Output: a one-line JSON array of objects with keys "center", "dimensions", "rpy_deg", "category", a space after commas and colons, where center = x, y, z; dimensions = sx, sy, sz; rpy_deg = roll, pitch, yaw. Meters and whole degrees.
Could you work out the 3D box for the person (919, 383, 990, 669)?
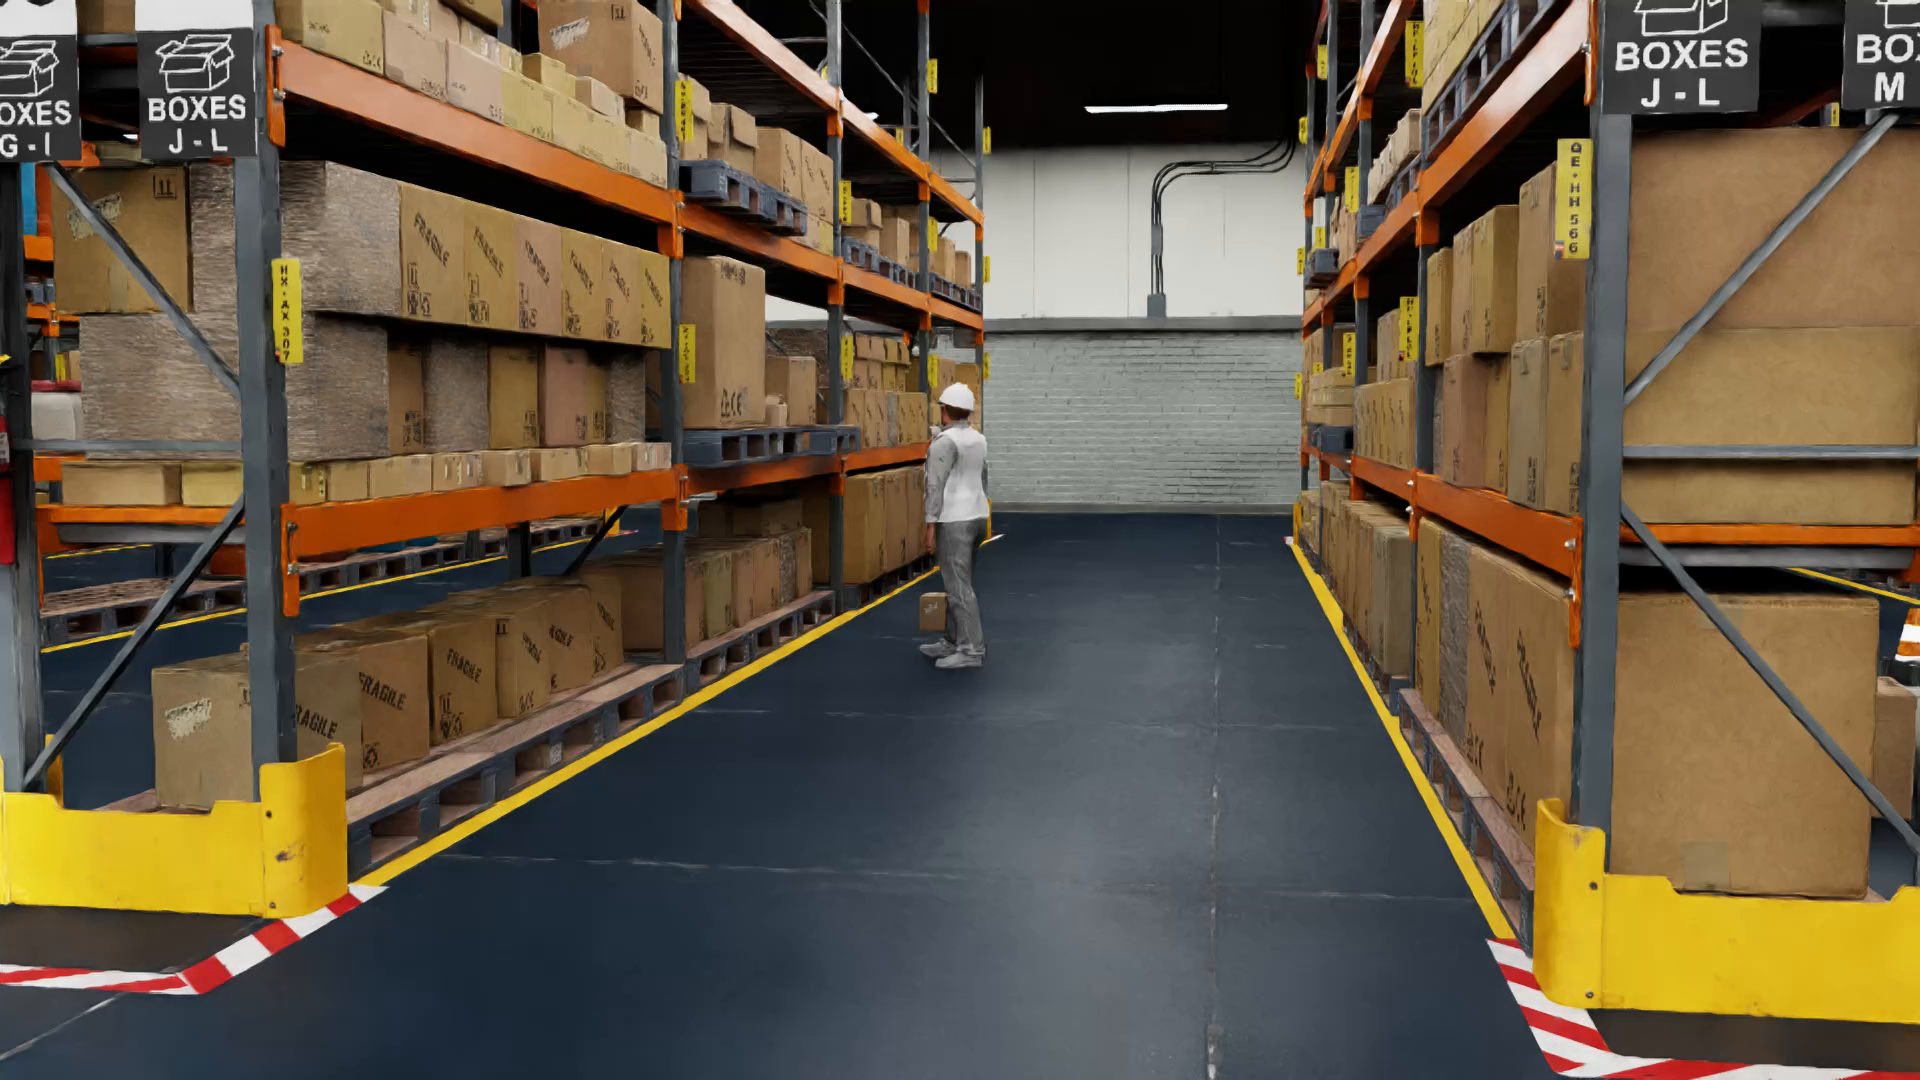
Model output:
[{"center": [-0.055, -0.105, 10.516], "dimensions": [0.584, 1.770, 0.645], "rpy_deg": [2, 5, 27], "category": "person"}]
